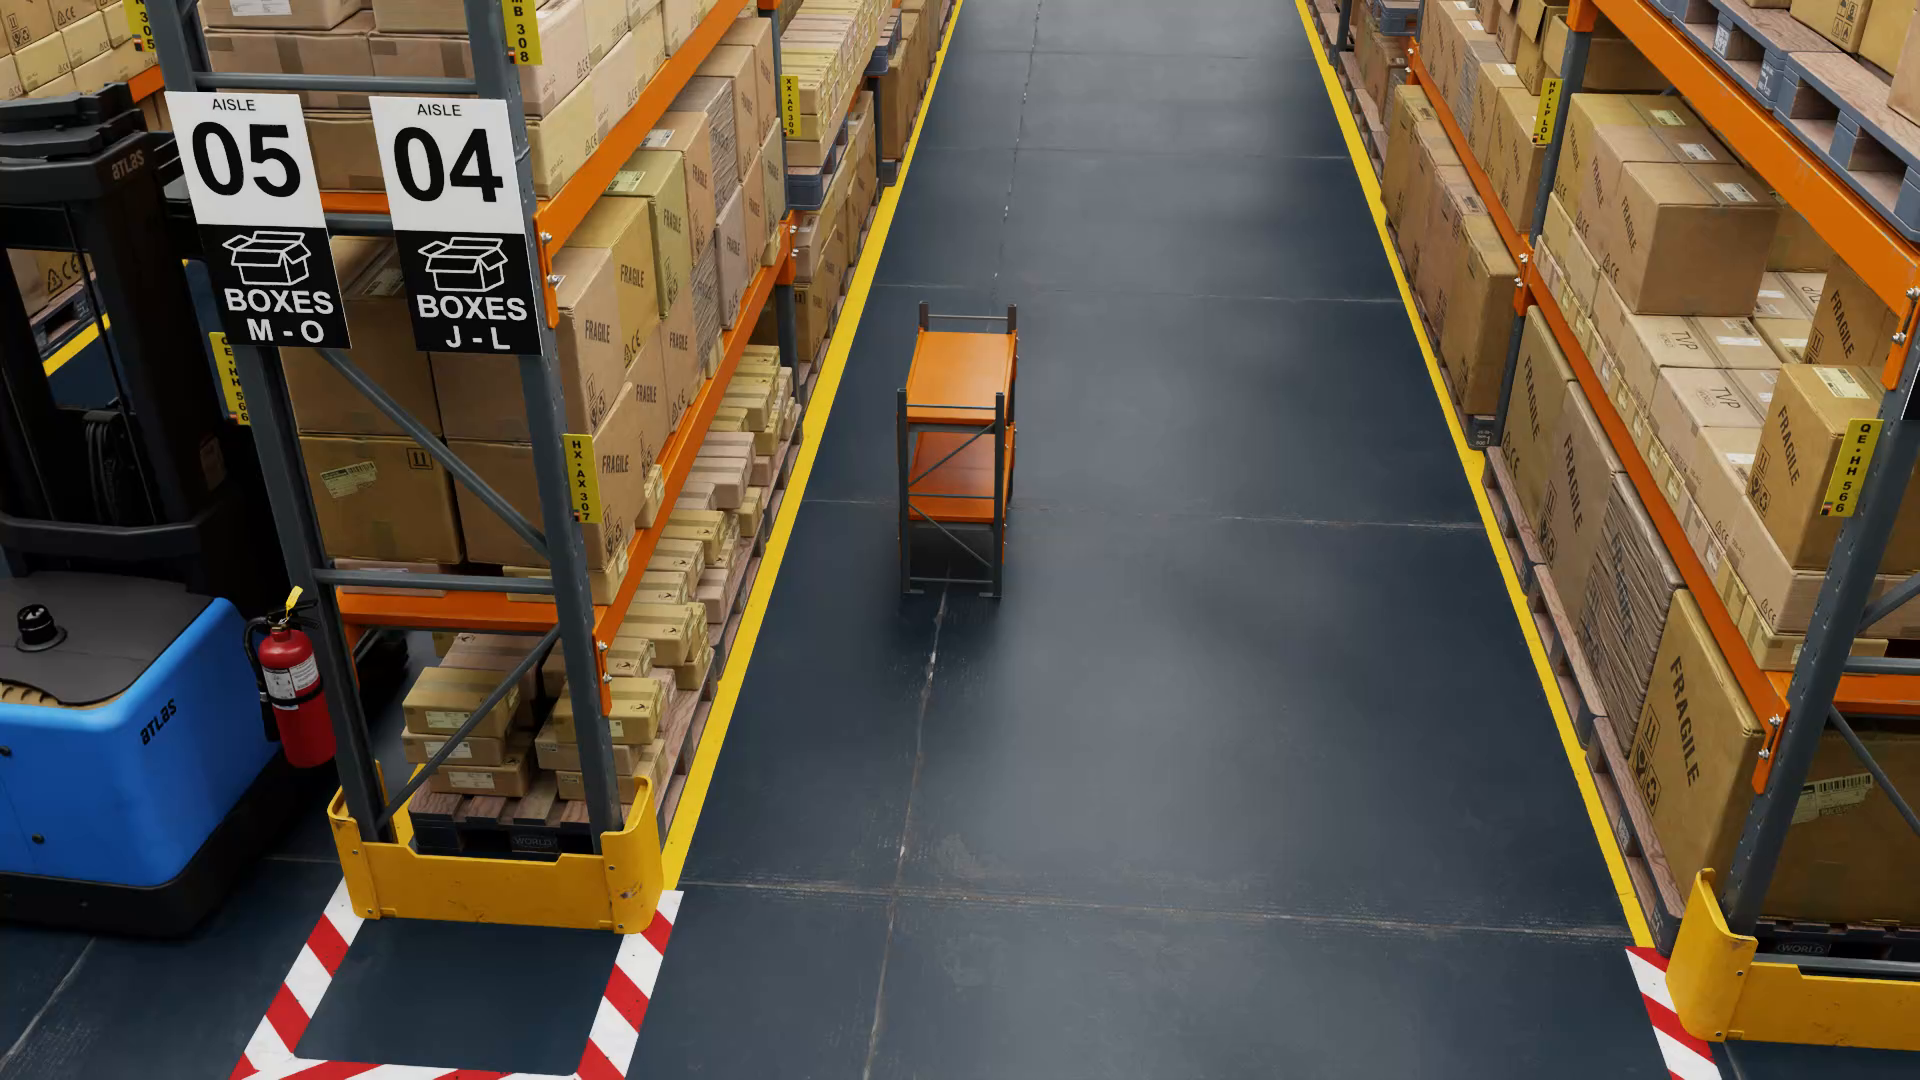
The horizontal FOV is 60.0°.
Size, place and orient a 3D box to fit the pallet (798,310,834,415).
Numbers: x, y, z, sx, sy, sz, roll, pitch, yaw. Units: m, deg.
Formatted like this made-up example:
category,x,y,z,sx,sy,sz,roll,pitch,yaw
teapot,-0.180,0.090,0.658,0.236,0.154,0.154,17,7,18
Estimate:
category,x,y,z,sx,sy,sz,roll,pitch,yaw
pallet,-1.376,-1.163,10.435,1.003,0.211,1.213,2,32,4

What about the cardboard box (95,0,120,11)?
category,x,y,z,sx,sy,sz,roll,pitch,yaw
cardboard box,-5.916,-3.851,11.092,0.500,0.500,0.500,2,32,4

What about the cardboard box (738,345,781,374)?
category,x,y,z,sx,sy,sz,roll,pitch,yaw
cardboard box,-1.208,-0.964,9.205,0.380,0.149,0.250,3,32,5

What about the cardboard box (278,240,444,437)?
category,x,y,z,sx,sy,sz,roll,pitch,yaw
cardboard box,-1.975,-0.696,5.688,0.500,0.500,0.500,2,32,3

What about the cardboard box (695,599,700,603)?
category,x,y,z,sx,sy,sz,roll,pitch,yaw
cardboard box,-1.393,0.387,7.581,0.380,0.149,0.250,3,32,4

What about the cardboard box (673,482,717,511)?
category,x,y,z,sx,sy,sz,roll,pitch,yaw
cardboard box,-1.370,-0.153,7.890,0.380,0.149,0.250,3,32,4

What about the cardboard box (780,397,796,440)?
category,x,y,z,sx,sy,sz,roll,pitch,yaw
cardboard box,-1.131,-0.688,9.325,0.380,0.149,0.250,3,32,5

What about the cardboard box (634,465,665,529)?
category,x,y,z,sx,sy,sz,roll,pitch,yaw
cardboard box,-1.356,-0.173,6.411,0.380,0.149,0.250,2,32,3

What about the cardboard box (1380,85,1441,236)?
category,x,y,z,sx,sy,sz,roll,pitch,yaw
cardboard box,3.746,-2.684,11.871,1.225,0.875,0.875,1,32,2

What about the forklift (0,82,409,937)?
category,x,y,z,sx,sy,sz,roll,pitch,yaw
forklift,-3.177,-0.523,6.806,1.130,2.935,3.031,5,32,7

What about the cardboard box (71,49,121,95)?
category,x,y,z,sx,sy,sz,roll,pitch,yaw
cardboard box,-5.933,-3.055,10.991,0.500,0.250,0.500,2,32,3

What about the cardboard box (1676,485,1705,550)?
category,x,y,z,sx,sy,sz,roll,pitch,yaw
cardboard box,2.935,-0.078,6.257,0.380,0.149,0.250,3,32,5

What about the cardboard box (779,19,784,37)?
category,x,y,z,sx,sy,sz,roll,pitch,yaw
cardboard box,-1.414,-3.458,11.341,0.380,0.149,0.250,4,32,6

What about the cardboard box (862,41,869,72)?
category,x,y,z,sx,sy,sz,roll,pitch,yaw
cardboard box,-0.804,-3.158,10.854,0.380,0.149,0.250,3,32,5

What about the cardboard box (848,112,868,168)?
category,x,y,z,sx,sy,sz,roll,pitch,yaw
cardboard box,-0.937,-2.835,11.758,0.500,0.250,0.500,3,32,5

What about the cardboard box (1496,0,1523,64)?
category,x,y,z,sx,sy,sz,roll,pitch,yaw
cardboard box,3.643,-3.166,9.977,0.797,0.503,0.637,3,32,6

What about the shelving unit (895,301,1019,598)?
category,x,y,z,sx,sy,sz,roll,pitch,yaw
shelving unit,-0.001,-0.475,8.449,0.538,1.125,1.048,2,32,4

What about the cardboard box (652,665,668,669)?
category,x,y,z,sx,sy,sz,roll,pitch,yaw
cardboard box,-1.455,0.522,7.078,0.380,0.149,0.250,3,32,5

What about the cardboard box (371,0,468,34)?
category,x,y,z,sx,sy,sz,roll,pitch,yaw
cardboard box,-1.511,-1.606,4.925,0.380,0.149,0.250,2,32,4

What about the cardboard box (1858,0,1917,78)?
category,x,y,z,sx,sy,sz,roll,pitch,yaw
cardboard box,3.326,-1.690,5.184,0.700,0.500,0.500,1,32,2

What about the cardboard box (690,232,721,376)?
category,x,y,z,sx,sy,sz,roll,pitch,yaw
cardboard box,-1.346,-1.046,7.210,0.500,0.500,0.500,2,32,3

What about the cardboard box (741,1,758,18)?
category,x,y,z,sx,sy,sz,roll,pitch,yaw
cardboard box,-1.473,-3.308,10.531,0.380,0.149,0.250,2,32,3

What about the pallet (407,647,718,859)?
category,x,y,z,sx,sy,sz,roll,pitch,yaw
pallet,-1.656,0.873,7.132,1.003,0.211,1.213,2,32,4

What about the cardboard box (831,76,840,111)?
category,x,y,z,sx,sy,sz,roll,pitch,yaw
cardboard box,-0.908,-2.598,9.662,0.380,0.149,0.250,3,32,5

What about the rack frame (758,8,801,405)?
category,x,y,z,sx,sy,sz,roll,pitch,yaw
rack frame,-1.438,-1.943,9.043,1.000,3.000,0.127,2,32,4

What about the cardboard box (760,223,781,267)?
category,x,y,z,sx,sy,sz,roll,pitch,yaw
cardboard box,-1.141,-1.537,8.624,0.380,0.149,0.250,2,32,3

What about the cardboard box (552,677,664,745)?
category,x,y,z,sx,sy,sz,roll,pitch,yaw
cardboard box,-1.383,0.671,6.552,0.380,0.149,0.250,1,32,2

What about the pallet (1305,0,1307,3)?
category,x,y,z,sx,sy,sz,roll,pitch,yaw
pallet,4.366,-6.303,18.776,1.003,0.211,1.213,2,32,4

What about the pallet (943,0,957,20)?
category,x,y,z,sx,sy,sz,roll,pitch,yaw
pallet,-0.550,-5.973,18.240,1.003,0.211,1.213,2,32,4

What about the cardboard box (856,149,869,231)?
category,x,y,z,sx,sy,sz,roll,pitch,yaw
cardboard box,-0.952,-2.522,11.966,0.500,0.500,0.500,4,32,6

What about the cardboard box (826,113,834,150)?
category,x,y,z,sx,sy,sz,roll,pitch,yaw
cardboard box,-0.931,-2.346,9.537,0.380,0.149,0.250,3,32,5

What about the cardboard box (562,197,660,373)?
category,x,y,z,sx,sy,sz,roll,pitch,yaw
cardboard box,-1.428,-0.933,6.074,0.500,0.500,0.500,3,32,5

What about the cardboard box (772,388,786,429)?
category,x,y,z,sx,sy,sz,roll,pitch,yaw
cardboard box,-1.157,-0.714,9.083,0.380,0.149,0.250,1,32,2

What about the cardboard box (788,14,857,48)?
category,x,y,z,sx,sy,sz,roll,pitch,yaw
cardboard box,-0.844,-3.130,10.242,0.380,0.149,0.250,4,32,6

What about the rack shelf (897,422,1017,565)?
category,x,y,z,sx,sy,sz,roll,pitch,yaw
rack shelf,-0.001,-0.267,8.577,0.538,0.278,1.000,2,32,4

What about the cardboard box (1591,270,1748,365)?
category,x,y,z,sx,sy,sz,roll,pitch,yaw
cardboard box,3.116,-0.975,7.333,0.500,0.250,0.500,3,32,5

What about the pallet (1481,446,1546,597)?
category,x,y,z,sx,sy,sz,roll,pitch,yaw
pallet,3.357,-0.096,8.705,1.003,0.211,1.213,2,32,4

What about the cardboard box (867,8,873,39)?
category,x,y,z,sx,sy,sz,roll,pitch,yaw
cardboard box,-0.781,-3.417,10.991,0.380,0.149,0.250,2,32,4

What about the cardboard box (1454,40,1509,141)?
category,x,y,z,sx,sy,sz,roll,pitch,yaw
cardboard box,3.391,-2.770,10.291,0.500,0.500,0.500,3,32,4

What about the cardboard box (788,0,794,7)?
category,x,y,z,sx,sy,sz,roll,pitch,yaw
cardboard box,-1.372,-3.847,11.688,0.380,0.149,0.250,4,32,6

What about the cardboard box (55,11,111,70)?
category,x,y,z,sx,sy,sz,roll,pitch,yaw
cardboard box,-5.942,-3.269,10.862,0.500,0.250,0.500,2,32,2

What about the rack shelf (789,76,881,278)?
category,x,y,z,sx,sy,sz,roll,pitch,yaw
rack shelf,-1.275,-2.682,10.929,1.077,0.370,4.000,2,32,4

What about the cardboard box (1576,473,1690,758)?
category,x,y,z,sx,sy,sz,roll,pitch,yaw
cardboard box,3.218,0.326,6.988,0.875,0.875,0.875,2,32,4

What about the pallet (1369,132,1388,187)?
category,x,y,z,sx,sy,sz,roll,pitch,yaw
pallet,3.888,-2.991,13.402,1.003,0.211,1.213,2,32,4

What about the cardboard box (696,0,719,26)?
category,x,y,z,sx,sy,sz,roll,pitch,yaw
cardboard box,-1.302,-2.361,7.007,0.500,0.250,0.500,2,32,3

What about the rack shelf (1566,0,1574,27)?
category,x,y,z,sx,sy,sz,roll,pitch,yaw
rack shelf,3.660,-3.694,9.712,1.077,0.370,4.000,2,32,4

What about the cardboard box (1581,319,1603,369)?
category,x,y,z,sx,sy,sz,roll,pitch,yaw
cardboard box,3.059,-0.884,7.565,0.380,0.149,0.250,2,32,3

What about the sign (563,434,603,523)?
category,x,y,z,sx,sy,sz,roll,pitch,yaw
sign,-1.223,-0.196,5.385,0.100,0.325,0.005,2,32,4

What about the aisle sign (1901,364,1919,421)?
category,x,y,z,sx,sy,sz,roll,pitch,yaw
aisle sign,2.866,-0.668,4.497,0.394,0.787,0.004,2,32,4

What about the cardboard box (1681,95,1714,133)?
category,x,y,z,sx,sy,sz,roll,pitch,yaw
cardboard box,3.726,-1.808,7.970,0.500,0.500,0.500,3,32,5

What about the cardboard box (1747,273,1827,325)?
category,x,y,z,sx,sy,sz,roll,pitch,yaw
cardboard box,3.642,-0.961,7.310,0.500,0.250,0.500,3,32,5

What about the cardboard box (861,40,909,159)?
category,x,y,z,sx,sy,sz,roll,pitch,yaw
cardboard box,-0.973,-3.570,13.428,1.050,0.750,0.750,2,32,3
